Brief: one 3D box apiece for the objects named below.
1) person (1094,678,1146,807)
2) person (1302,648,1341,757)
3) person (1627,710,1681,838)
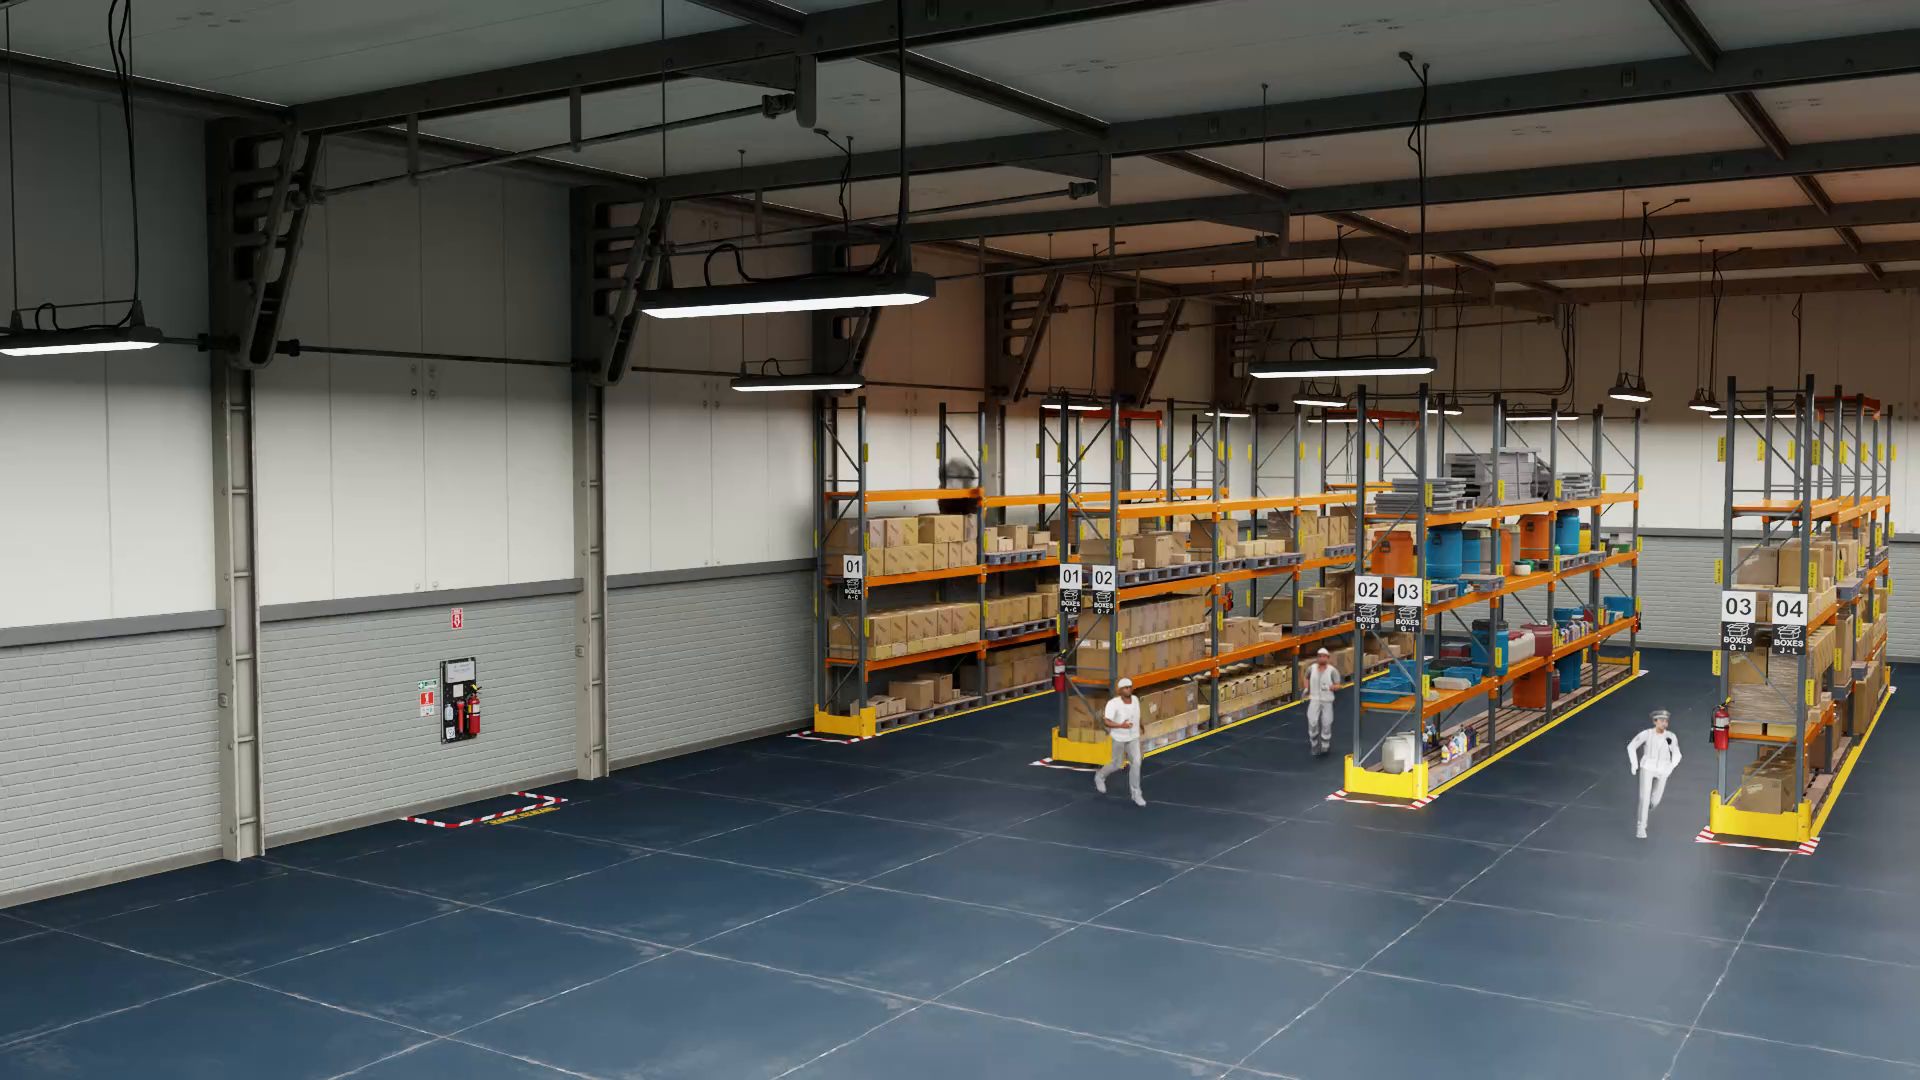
[{"bbox_3d":[2.343,2.861,23.878,0.711,1.782,0.986,-2,3,-27],"label":"person"},{"bbox_3d":[5.926,2.673,27.321,0.640,1.792,0.705,1,3,18],"label":"person"},{"bbox_3d":[9.133,3.049,21.885,0.660,1.662,0.702,1,3,12],"label":"person"}]
